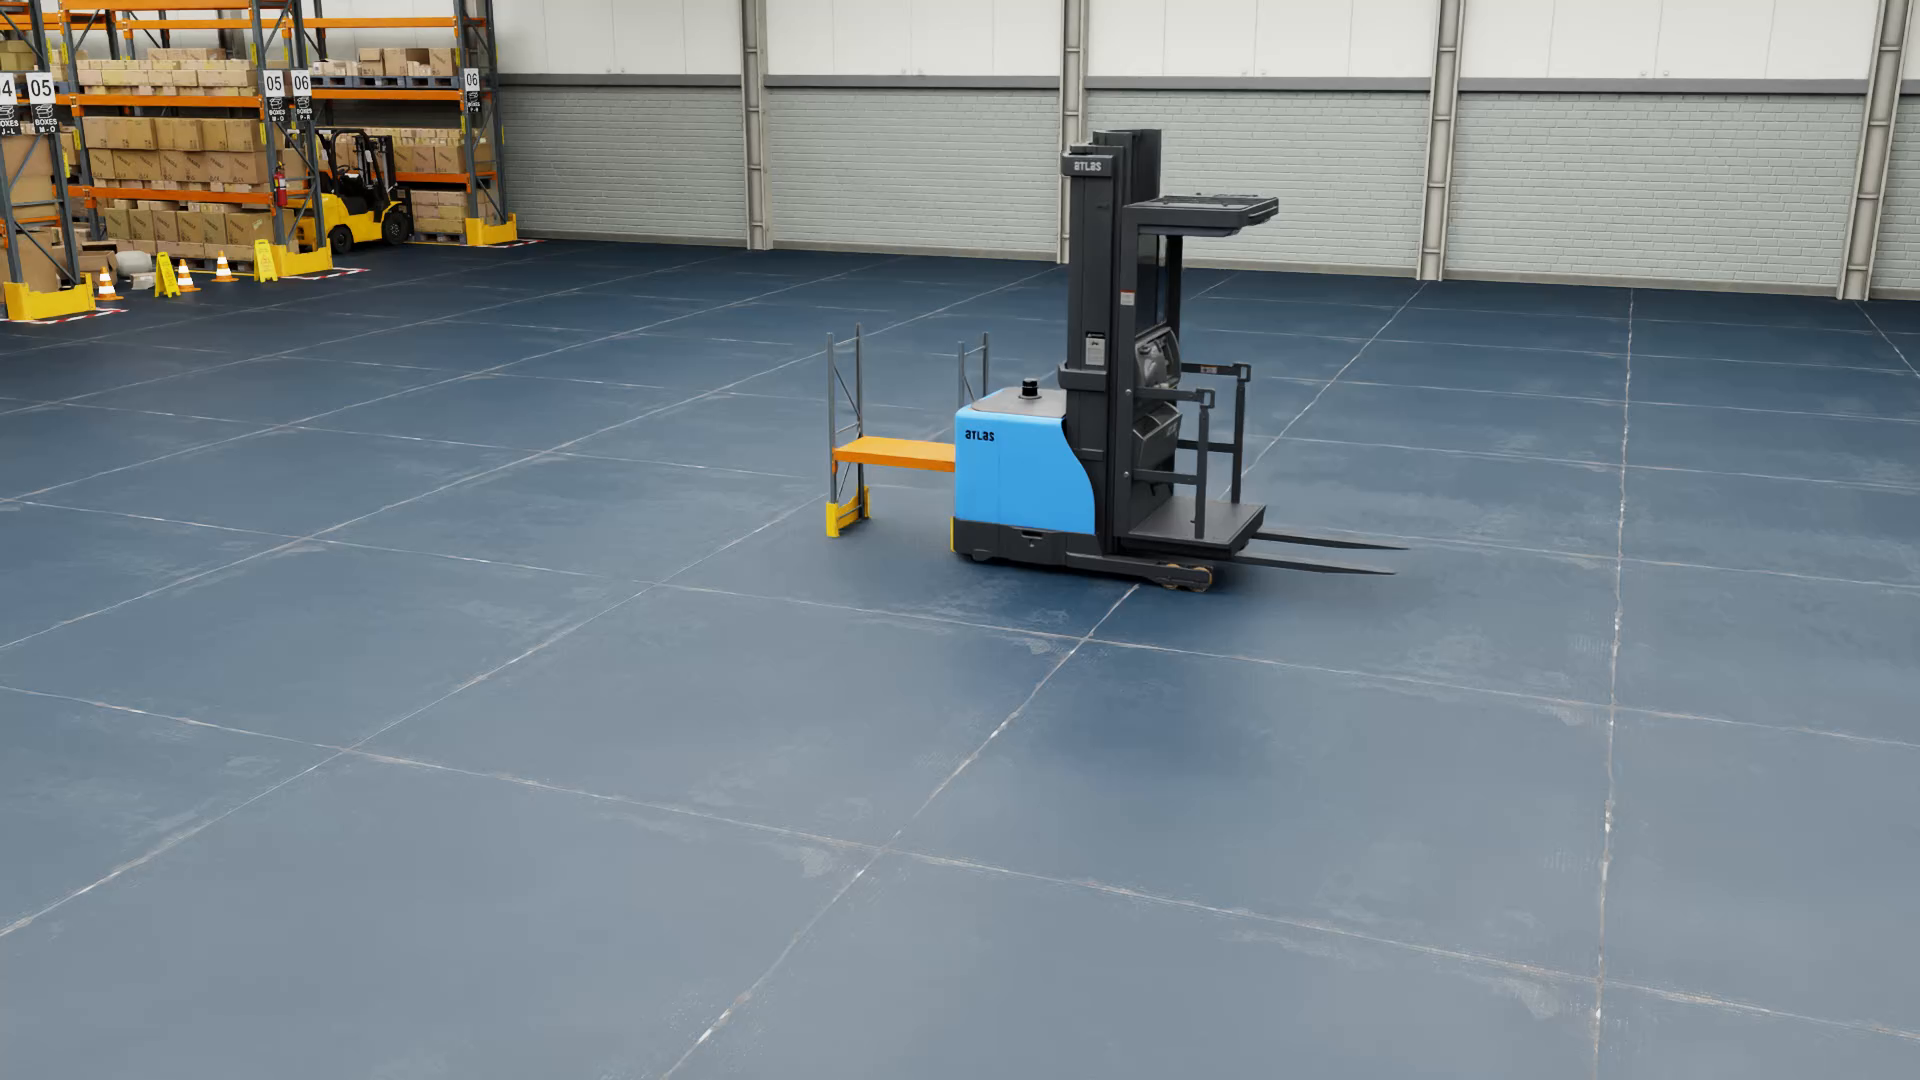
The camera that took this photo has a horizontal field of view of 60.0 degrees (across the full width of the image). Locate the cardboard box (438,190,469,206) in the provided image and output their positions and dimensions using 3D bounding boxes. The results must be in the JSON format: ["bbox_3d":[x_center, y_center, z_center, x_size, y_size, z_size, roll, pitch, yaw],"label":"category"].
[{"bbox_3d":[-9.489,-6.455,31.412,0.500,0.250,0.500,7,18,22],"label":"cardboard box"}]

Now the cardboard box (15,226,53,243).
[{"bbox_3d":[-15.111,-4.947,26.959,0.500,0.500,0.500,6,17,21],"label":"cardboard box"}]

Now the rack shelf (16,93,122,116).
[{"bbox_3d":[-16.346,-7.548,28.704,4.000,0.370,1.077,6,17,21],"label":"rack shelf"}]

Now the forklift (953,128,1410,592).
[{"bbox_3d":[1.518,-1.229,11.150,3.031,2.935,1.130,7,17,22],"label":"forklift"}]

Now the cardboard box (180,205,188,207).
[{"bbox_3d":[-13.363,-5.447,28.391,0.500,0.500,0.500,7,17,22],"label":"cardboard box"}]

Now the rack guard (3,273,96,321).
[{"bbox_3d":[-12.464,-3.342,22.790,0.348,0.500,1.175,6,17,21],"label":"rack guard"}]

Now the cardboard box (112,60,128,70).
[{"bbox_3d":[-13.583,-7.752,27.137,0.250,0.149,0.380,6,17,20],"label":"cardboard box"}]

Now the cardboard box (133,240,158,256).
[{"bbox_3d":[-13.535,-4.948,28.014,0.500,0.250,0.500,7,18,24],"label":"cardboard box"}]

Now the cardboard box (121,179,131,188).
[{"bbox_3d":[-13.798,-5.981,27.845,0.250,0.149,0.380,6,17,20],"label":"cardboard box"}]

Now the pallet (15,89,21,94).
[{"bbox_3d":[-15.986,-7.795,28.600,1.003,0.211,1.213,6,17,21],"label":"pallet"}]

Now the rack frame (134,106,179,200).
[{"bbox_3d":[-16.389,-7.945,34.162,0.127,3.000,1.000,6,17,21],"label":"rack frame"}]

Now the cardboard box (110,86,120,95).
[{"bbox_3d":[-13.791,-7.435,27.474,0.250,0.149,0.380,6,17,21],"label":"cardboard box"}]

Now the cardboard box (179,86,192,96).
[{"bbox_3d":[-12.380,-7.261,26.876,0.250,0.149,0.380,6,17,19],"label":"cardboard box"}]

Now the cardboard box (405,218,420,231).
[{"bbox_3d":[-10.421,-6.081,31.919,0.500,0.250,0.500,6,17,21],"label":"cardboard box"}]

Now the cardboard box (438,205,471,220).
[{"bbox_3d":[-9.514,-6.217,31.490,0.500,0.250,0.500,6,17,20],"label":"cardboard box"}]

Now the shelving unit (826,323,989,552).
[{"bbox_3d":[-0.381,-0.766,12.124,1.083,1.500,0.587,7,17,22],"label":"shelving unit"}]

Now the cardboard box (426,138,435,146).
[{"bbox_3d":[-9.839,-7.510,31.320,0.250,0.149,0.380,7,17,22],"label":"cardboard box"}]

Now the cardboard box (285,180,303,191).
[{"bbox_3d":[-11.004,-5.807,27.247,0.250,0.149,0.380,6,17,21],"label":"cardboard box"}]

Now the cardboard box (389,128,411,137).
[{"bbox_3d":[-10.581,-7.716,31.495,0.250,0.149,0.380,7,17,22],"label":"cardboard box"}]

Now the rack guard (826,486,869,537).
[{"bbox_3d":[-0.840,-0.220,12.484,0.087,0.250,0.587,7,17,22],"label":"rack guard"}]

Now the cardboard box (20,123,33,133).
[{"bbox_3d":[-15.907,-7.030,28.380,0.250,0.149,0.380,6,17,18],"label":"cardboard box"}]

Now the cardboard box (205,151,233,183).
[{"bbox_3d":[-11.834,-6.067,26.978,0.500,0.500,0.500,6,17,21],"label":"cardboard box"}]

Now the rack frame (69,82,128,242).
[{"bbox_3d":[-14.485,-6.248,28.317,0.127,3.000,1.000,6,17,21],"label":"rack frame"}]

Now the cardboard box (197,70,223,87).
[{"bbox_3d":[-11.802,-7.388,26.598,0.500,0.250,0.500,6,17,20],"label":"cardboard box"}]

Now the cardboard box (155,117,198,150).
[{"bbox_3d":[-12.713,-6.672,27.270,0.500,0.500,0.700,6,17,20],"label":"cardboard box"}]

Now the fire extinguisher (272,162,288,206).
[{"bbox_3d":[-10.827,-5.671,26.466,0.183,0.674,0.296,6,17,21],"label":"fire extinguisher"}]

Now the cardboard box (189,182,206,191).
[{"bbox_3d":[-12.406,-5.814,27.271,0.250,0.149,0.380,6,17,20],"label":"cardboard box"}]

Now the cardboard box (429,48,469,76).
[{"bbox_3d":[-9.448,-8.847,30.777,0.500,0.500,0.500,7,18,22],"label":"cardboard box"}]

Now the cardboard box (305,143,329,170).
[{"bbox_3d":[-12.351,-7.471,32.349,0.500,0.500,0.500,6,17,19],"label":"cardboard box"}]

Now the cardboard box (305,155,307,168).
[{"bbox_3d":[-13.232,-7.448,32.717,0.500,0.250,0.500,7,17,22],"label":"cardboard box"}]

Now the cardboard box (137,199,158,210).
[{"bbox_3d":[-13.463,-5.590,27.720,0.250,0.149,0.380,7,18,23],"label":"cardboard box"}]

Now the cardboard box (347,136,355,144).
[{"bbox_3d":[-11.528,-7.678,31.897,0.250,0.149,0.380,6,17,20],"label":"cardboard box"}]

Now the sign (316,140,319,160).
[{"bbox_3d":[-10.565,-6.396,27.271,0.005,0.325,0.100,6,17,21],"label":"sign"}]

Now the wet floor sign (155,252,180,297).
[{"bbox_3d":[-11.733,-3.925,24.536,0.232,0.644,0.267,3,17,11],"label":"wet floor sign"}]

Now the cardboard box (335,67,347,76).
[{"bbox_3d":[-11.647,-8.902,31.597,0.250,0.149,0.380,7,18,22],"label":"cardboard box"}]

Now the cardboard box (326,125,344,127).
[{"bbox_3d":[-12.260,-8.084,32.764,0.250,0.149,0.380,6,17,21],"label":"cardboard box"}]

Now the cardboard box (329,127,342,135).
[{"bbox_3d":[-11.963,-7.902,32.136,0.250,0.149,0.380,6,17,20],"label":"cardboard box"}]

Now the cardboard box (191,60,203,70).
[{"bbox_3d":[-12.099,-7.624,26.695,0.250,0.149,0.380,6,17,21],"label":"cardboard box"}]

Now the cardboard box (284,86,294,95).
[{"bbox_3d":[-10.954,-7.277,26.931,0.250,0.149,0.380,6,17,21],"label":"cardboard box"}]

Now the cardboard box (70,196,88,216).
[{"bbox_3d":[-18.300,-7.089,34.943,0.500,0.500,0.500,6,17,19],"label":"cardboard box"}]

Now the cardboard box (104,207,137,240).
[{"bbox_3d":[-14.036,-5.359,28.088,0.500,0.500,0.500,7,18,23],"label":"cardboard box"}]

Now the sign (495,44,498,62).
[{"bbox_3d":[-8.737,-9.169,31.286,0.005,0.325,0.100,6,17,21],"label":"sign"}]

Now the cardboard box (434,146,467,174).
[{"bbox_3d":[-9.501,-7.157,31.268,0.500,0.500,0.500,6,17,19],"label":"cardboard box"}]

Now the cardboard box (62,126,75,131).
[{"bbox_3d":[-18.530,-8.363,34.670,0.500,0.500,0.700,6,17,20],"label":"cardboard box"}]

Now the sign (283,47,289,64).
[{"bbox_3d":[-12.858,-9.234,31.730,0.005,0.325,0.100,6,17,21],"label":"sign"}]

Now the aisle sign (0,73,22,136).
[{"bbox_3d":[-12.531,-5.708,21.794,0.004,0.787,0.394,6,17,21],"label":"aisle sign"}]

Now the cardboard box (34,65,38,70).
[{"bbox_3d":[-15.551,-7.894,28.120,0.500,0.250,0.500,7,17,21],"label":"cardboard box"}]

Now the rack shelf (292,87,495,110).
[{"bbox_3d":[-10.807,-8.427,31.730,4.000,0.370,1.077,6,17,21],"label":"rack shelf"}]

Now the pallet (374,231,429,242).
[{"bbox_3d":[-10.804,-5.980,32.395,1.213,0.211,1.003,6,17,21],"label":"pallet"}]

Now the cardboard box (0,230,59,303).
[{"bbox_3d":[-13.142,-3.779,22.867,0.875,0.875,0.875,6,17,21],"label":"cardboard box"}]

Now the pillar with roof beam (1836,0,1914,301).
[{"bbox_3d":[11.483,-6.741,19.254,0.400,9.000,9.100,6,17,21],"label":"pillar with roof beam"}]
